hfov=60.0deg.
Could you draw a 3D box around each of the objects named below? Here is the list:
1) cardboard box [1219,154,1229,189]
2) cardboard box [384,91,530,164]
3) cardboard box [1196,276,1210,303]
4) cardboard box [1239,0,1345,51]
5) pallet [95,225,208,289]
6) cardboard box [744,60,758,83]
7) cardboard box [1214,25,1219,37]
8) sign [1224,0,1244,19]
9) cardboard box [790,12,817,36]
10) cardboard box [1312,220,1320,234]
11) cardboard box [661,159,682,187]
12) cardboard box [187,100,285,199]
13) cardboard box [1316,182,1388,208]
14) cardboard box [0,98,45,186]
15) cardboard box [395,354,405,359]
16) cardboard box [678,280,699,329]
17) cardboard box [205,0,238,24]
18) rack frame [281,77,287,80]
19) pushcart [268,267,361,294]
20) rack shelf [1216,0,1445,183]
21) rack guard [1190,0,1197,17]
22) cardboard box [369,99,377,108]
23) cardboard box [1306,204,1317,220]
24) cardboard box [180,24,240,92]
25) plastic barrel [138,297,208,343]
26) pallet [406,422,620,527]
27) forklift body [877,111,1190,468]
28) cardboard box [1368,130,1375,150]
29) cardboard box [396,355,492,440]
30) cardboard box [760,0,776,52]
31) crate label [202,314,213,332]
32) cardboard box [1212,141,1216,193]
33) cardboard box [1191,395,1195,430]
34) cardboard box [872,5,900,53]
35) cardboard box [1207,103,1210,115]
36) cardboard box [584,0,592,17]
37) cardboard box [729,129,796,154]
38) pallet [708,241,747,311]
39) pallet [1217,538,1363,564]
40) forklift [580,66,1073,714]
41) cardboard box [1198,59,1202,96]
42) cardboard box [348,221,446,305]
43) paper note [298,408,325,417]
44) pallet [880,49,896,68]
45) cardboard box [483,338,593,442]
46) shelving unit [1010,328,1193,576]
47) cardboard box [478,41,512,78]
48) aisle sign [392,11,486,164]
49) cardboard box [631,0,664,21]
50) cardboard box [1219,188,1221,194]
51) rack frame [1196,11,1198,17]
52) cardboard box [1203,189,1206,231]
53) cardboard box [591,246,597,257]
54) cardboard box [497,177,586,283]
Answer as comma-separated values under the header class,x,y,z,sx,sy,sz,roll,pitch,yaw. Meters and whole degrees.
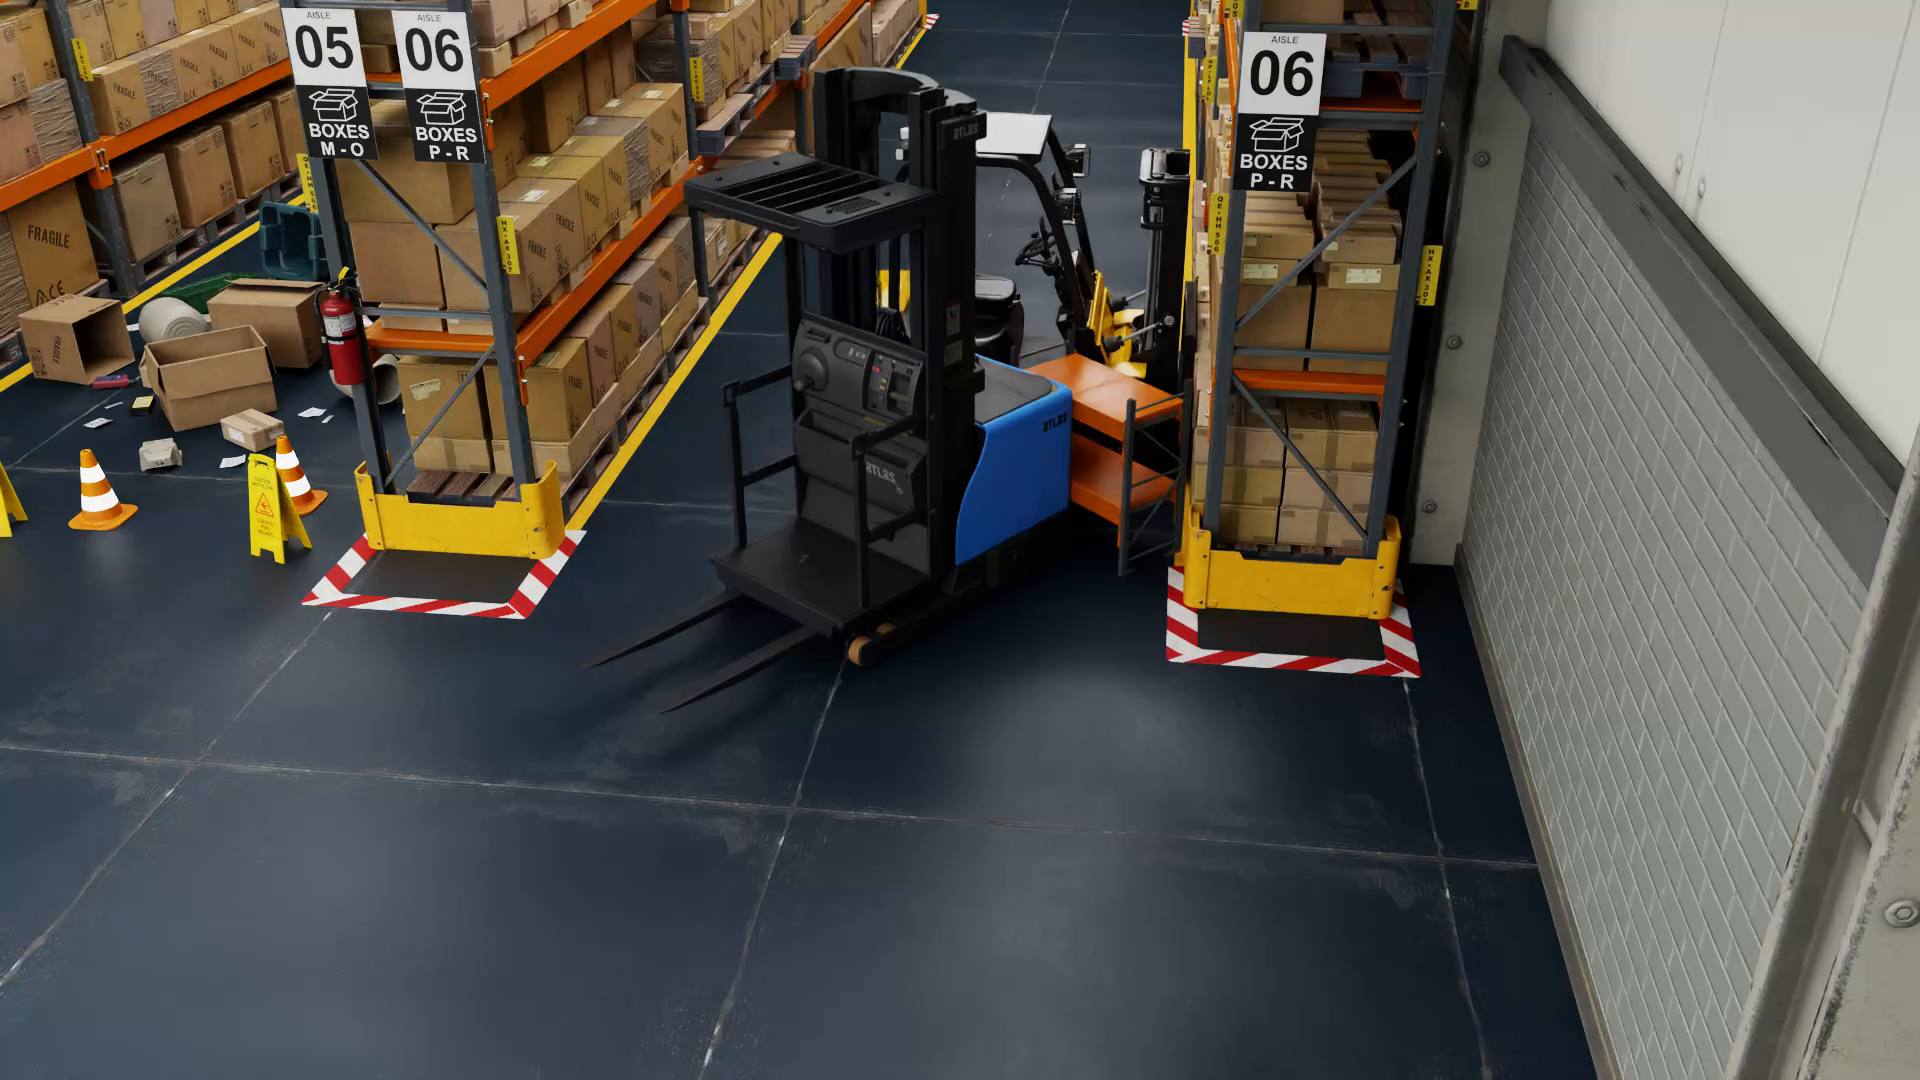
class,x,y,z,sx,sy,sz,roll,pitch,yaw
cardboard box,1.777,-2.241,10.145,0.380,0.149,0.250,4,29,7
cardboard box,-3.166,-2.632,10.500,0.700,0.500,0.500,3,28,6
cardboard box,1.882,-1.606,11.471,0.500,0.250,0.500,4,29,8
cardboard box,1.697,-2.809,8.486,0.500,0.500,0.500,4,29,8
pallet,-7.457,-2.543,14.748,1.003,0.211,1.213,3,28,6
cardboard box,-1.983,-4.091,14.503,0.380,0.149,0.250,4,29,8
cardboard box,2.386,-4.348,14.368,0.380,0.149,0.250,4,29,7
sign,1.348,-2.707,8.099,0.100,0.325,0.005,3,28,6
cardboard box,-1.752,-5.196,16.890,0.500,0.250,0.500,3,28,5
cardboard box,2.189,-1.707,9.466,0.380,0.149,0.250,3,28,5
cardboard box,-2.312,-2.766,12.486,0.380,0.149,0.250,4,29,7
cardboard box,-7.254,-3.787,16.047,1.050,0.750,0.750,4,29,7
cardboard box,2.267,-1.962,9.626,0.380,0.149,0.250,4,29,6
cardboard box,-7.555,-3.035,12.562,0.875,0.550,0.550,3,28,6
cardboard box,-4.033,-1.638,12.761,0.500,0.500,0.500,-24,36,-37
cardboard box,-2.357,-1.844,12.966,0.500,0.250,0.500,5,29,9
cardboard box,-7.173,-5.080,15.357,0.700,0.500,0.500,3,28,5
rack frame,-6.987,-5.286,16.899,1.000,3.000,0.127,3,28,6
pushcart,-4.821,-2.118,13.783,1.648,0.377,0.936,-6,29,-11
rack shelf,2.130,-2.939,10.138,1.077,0.370,4.000,3,28,6
rack guard,3.836,-7.389,23.438,1.175,0.500,0.348,3,28,6
cardboard box,-6.647,-4.689,17.983,0.500,0.500,0.500,2,28,4
cardboard box,2.321,-1.738,10.208,0.500,0.500,0.500,3,28,6
cardboard box,-6.958,-4.391,15.132,0.500,0.500,0.500,4,29,7
plastic barrel,-6.093,-1.646,12.859,0.421,0.421,0.512,-24,36,-37
pallet,-2.898,-0.469,10.897,1.003,0.211,1.213,3,28,6
forklift body,0.307,-1.618,10.986,2.313,2.155,1.214,3,28,6
cardboard box,2.525,-2.686,10.969,0.380,0.149,0.250,3,28,5
cardboard box,-3.202,-0.977,10.566,0.500,0.500,0.500,4,29,7
cardboard box,-1.954,-4.694,14.938,0.500,0.500,0.500,1,28,3
crate label,-5.968,-1.735,13.326,0.298,0.136,0.250,-17,33,-29
cardboard box,2.014,-2.481,11.586,0.500,0.500,0.500,4,29,7
cardboard box,1.749,-0.915,10.715,0.500,0.250,0.500,3,28,5
cardboard box,-1.279,-6.696,21.776,0.875,0.438,0.875,3,28,5
cardboard box,2.237,-3.519,13.250,0.500,0.250,0.500,3,28,5
cardboard box,-2.532,-3.362,10.431,0.380,0.149,0.250,3,28,5
cardboard box,-2.141,-3.809,16.485,0.950,0.372,0.625,1,28,3
pallet,-2.458,-2.302,14.300,1.003,0.211,1.213,3,28,6
pallet,1.937,-0.128,10.265,1.003,0.211,1.213,3,28,6
forklift,-0.697,-0.877,8.787,1.130,2.935,3.031,24,36,37
cardboard box,3.073,-5.512,19.511,0.500,0.500,0.500,5,29,8
cardboard box,-3.249,-1.727,9.873,0.500,0.500,0.500,3,28,5
paper note,-4.648,-0.920,11.937,0.148,0.019,0.142,14,31,24
pallet,-1.401,-6.055,21.266,1.003,0.211,1.213,3,28,6
cardboard box,-2.666,-0.960,10.534,0.500,0.500,0.500,2,28,4
shelving unit,0.827,-0.551,10.087,0.538,1.125,1.048,-21,35,-33
cardboard box,-2.679,-2.627,9.067,0.380,0.149,0.250,3,28,6
aisle sign,-2.742,-2.377,8.759,0.394,0.787,0.004,3,28,6
cardboard box,-2.648,-4.364,13.642,0.380,0.149,0.250,3,28,5
cardboard box,1.782,-2.108,10.211,0.380,0.149,0.250,4,29,7
rack frame,3.845,-8.525,22.911,1.000,3.000,0.127,3,28,6
cardboard box,2.621,-2.981,14.681,0.875,0.625,0.625,2,28,4
cardboard box,-2.617,-1.926,10.927,0.380,0.149,0.250,4,29,8
cardboard box,-2.648,-1.906,10.206,0.500,0.500,0.500,4,29,8
